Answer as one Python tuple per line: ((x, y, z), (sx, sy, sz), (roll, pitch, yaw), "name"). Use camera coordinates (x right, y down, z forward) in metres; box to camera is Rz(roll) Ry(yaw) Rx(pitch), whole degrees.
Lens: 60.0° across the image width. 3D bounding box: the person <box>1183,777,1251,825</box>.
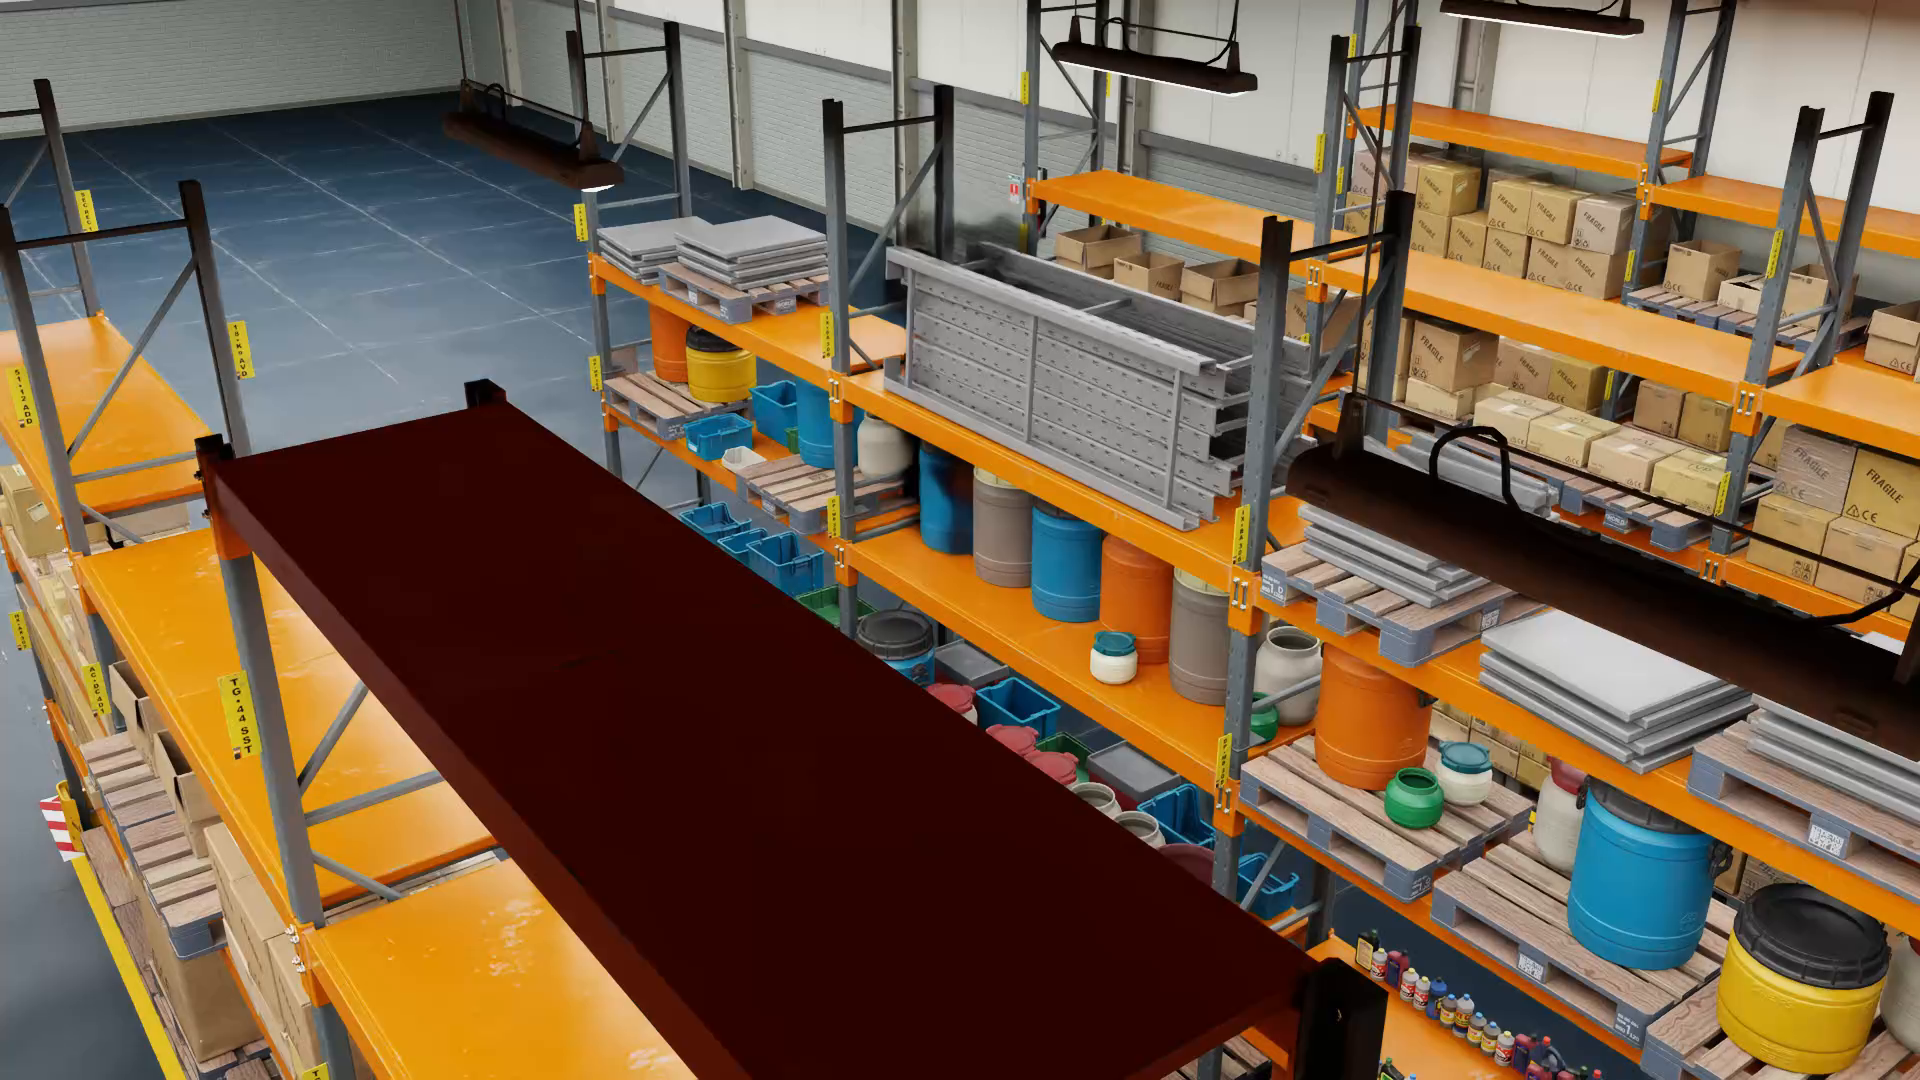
((1.977, 1.610, 12.841), (0.593, 1.652, 0.672), (-17, 30, -33), "person")
